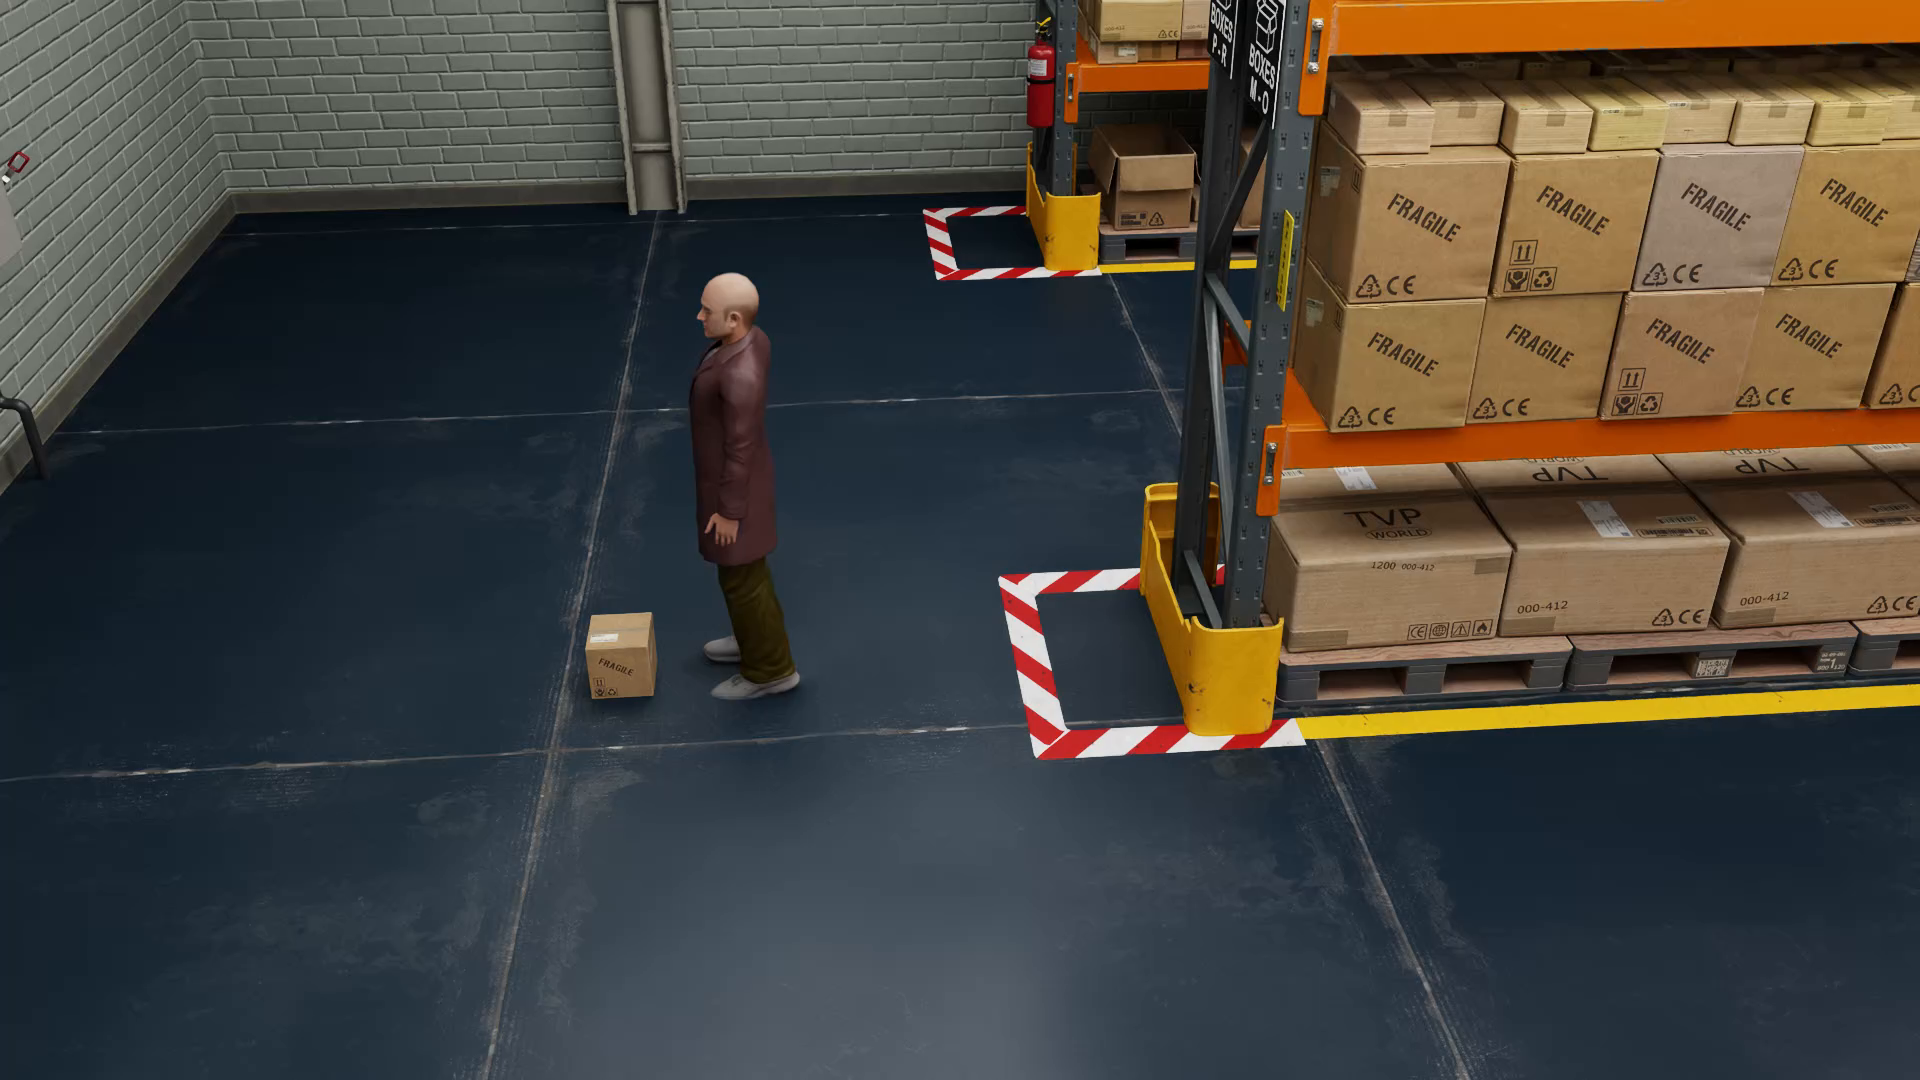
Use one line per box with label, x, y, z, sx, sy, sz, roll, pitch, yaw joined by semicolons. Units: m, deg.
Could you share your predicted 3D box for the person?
person;-0.871;-0.184;6.491;0.413;1.809;0.560;-2;31;-3
